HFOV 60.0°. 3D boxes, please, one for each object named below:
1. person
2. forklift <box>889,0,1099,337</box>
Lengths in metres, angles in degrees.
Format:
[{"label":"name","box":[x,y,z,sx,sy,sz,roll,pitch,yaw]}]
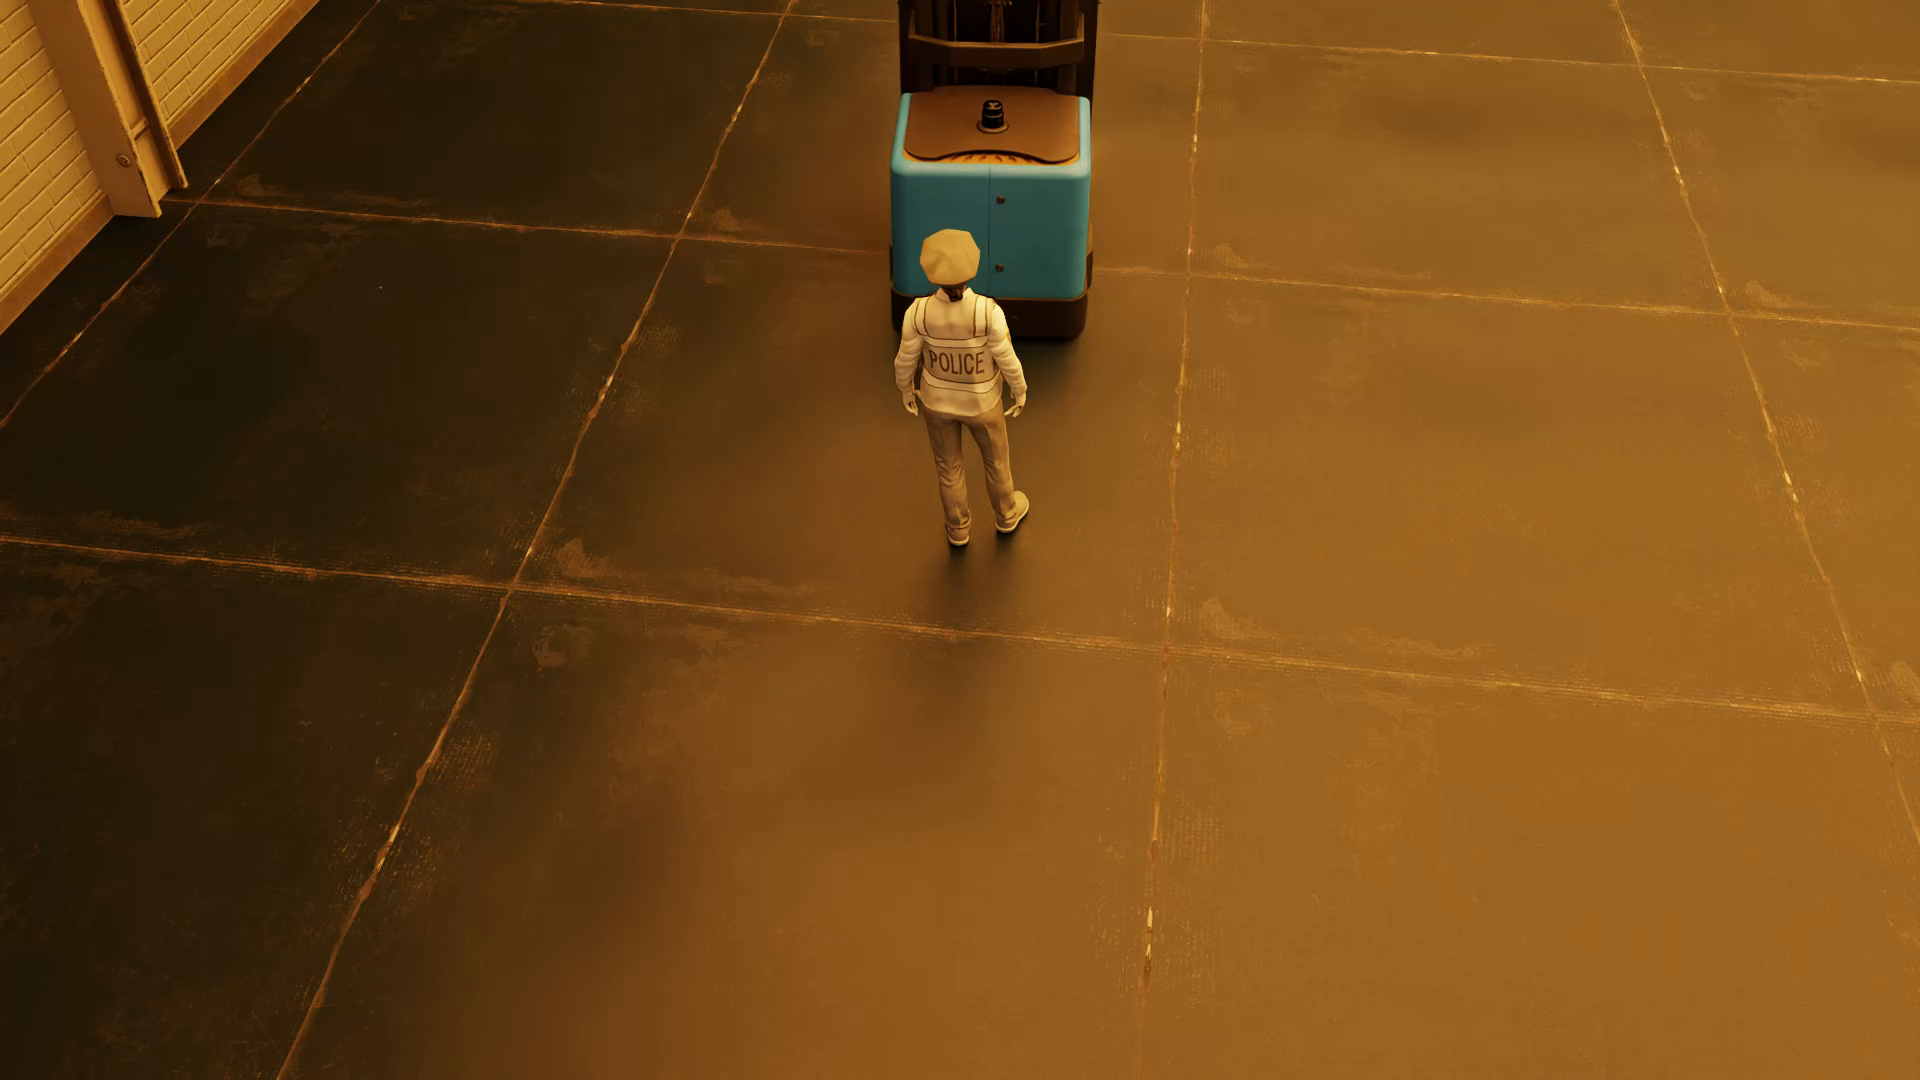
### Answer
[{"label":"person","box":[0.015,-0.674,7.361,0.588,1.696,0.533,5,43,6]},{"label":"forklift","box":[0.221,-3.157,9.160,1.130,2.935,3.031,2,43,2]}]
